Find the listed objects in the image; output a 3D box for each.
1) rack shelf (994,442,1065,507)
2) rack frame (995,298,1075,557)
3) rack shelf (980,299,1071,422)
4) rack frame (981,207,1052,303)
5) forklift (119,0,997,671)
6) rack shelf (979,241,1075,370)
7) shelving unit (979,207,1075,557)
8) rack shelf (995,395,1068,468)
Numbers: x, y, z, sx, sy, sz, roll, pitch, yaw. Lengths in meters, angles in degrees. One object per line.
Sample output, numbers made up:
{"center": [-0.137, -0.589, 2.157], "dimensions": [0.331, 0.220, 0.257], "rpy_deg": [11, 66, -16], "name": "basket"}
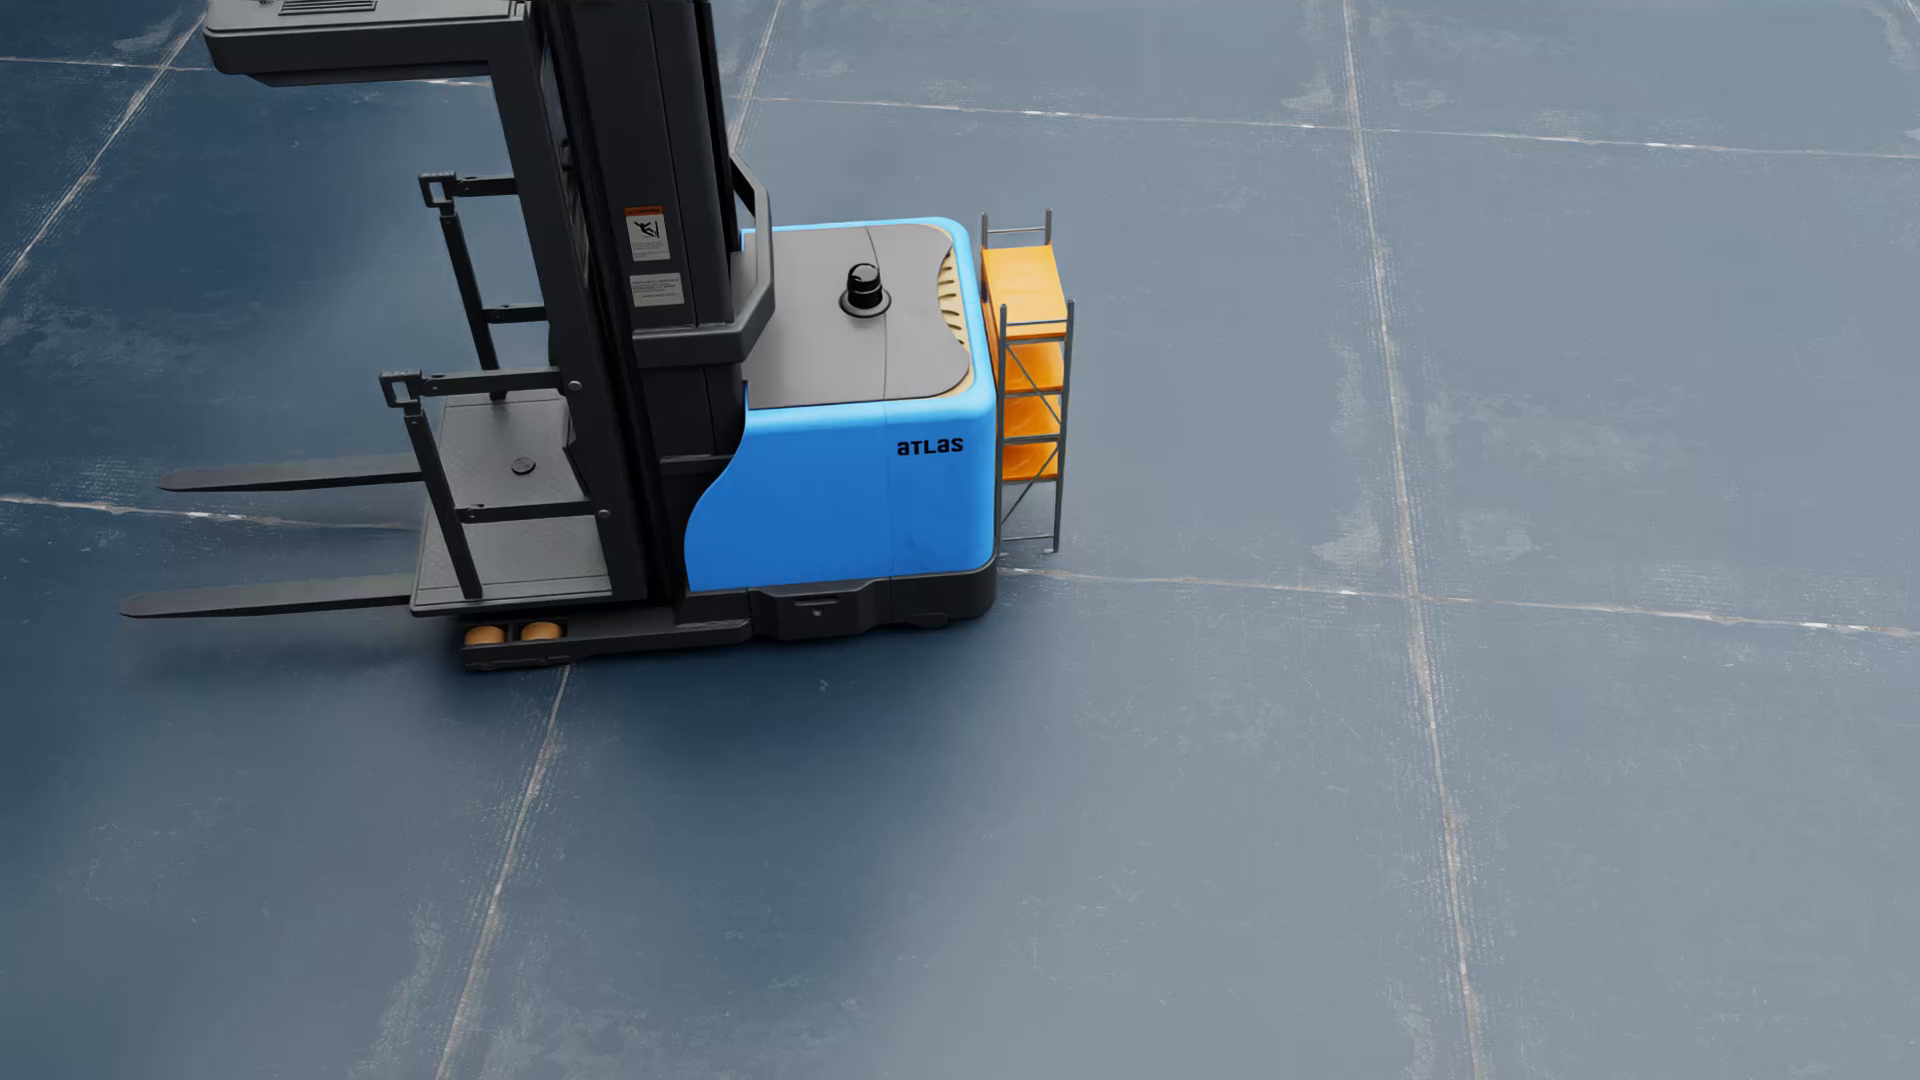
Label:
{"center": [0.221, -0.355, 6.121], "dimensions": [0.258, 0.148, 0.480], "rpy_deg": [-5, 48, -4], "name": "rack shelf"}
{"center": [0.248, -0.355, 5.762], "dimensions": [0.240, 1.200, 0.015], "rpy_deg": [-5, 48, -4], "name": "rack frame"}
{"center": [0.221, -0.639, 5.810], "dimensions": [0.258, 0.148, 0.480], "rpy_deg": [-5, 48, -4], "name": "rack shelf"}
{"center": [0.194, -0.713, 6.089], "dimensions": [0.240, 1.200, 0.015], "rpy_deg": [-5, 48, -4], "name": "rack frame"}
{"center": [-1.422, -0.944, 5.127], "dimensions": [3.031, 2.935, 1.130], "rpy_deg": [-4, 48, -4], "name": "forklift"}
{"center": [0.221, -0.799, 5.635], "dimensions": [0.258, 0.148, 0.480], "rpy_deg": [-5, 48, -4], "name": "rack shelf"}
{"center": [0.221, -0.534, 5.925], "dimensions": [0.258, 1.200, 0.503], "rpy_deg": [-5, 48, -4], "name": "shelving unit"}
{"center": [0.221, -0.489, 5.975], "dimensions": [0.258, 0.148, 0.480], "rpy_deg": [-5, 48, -4], "name": "rack shelf"}
